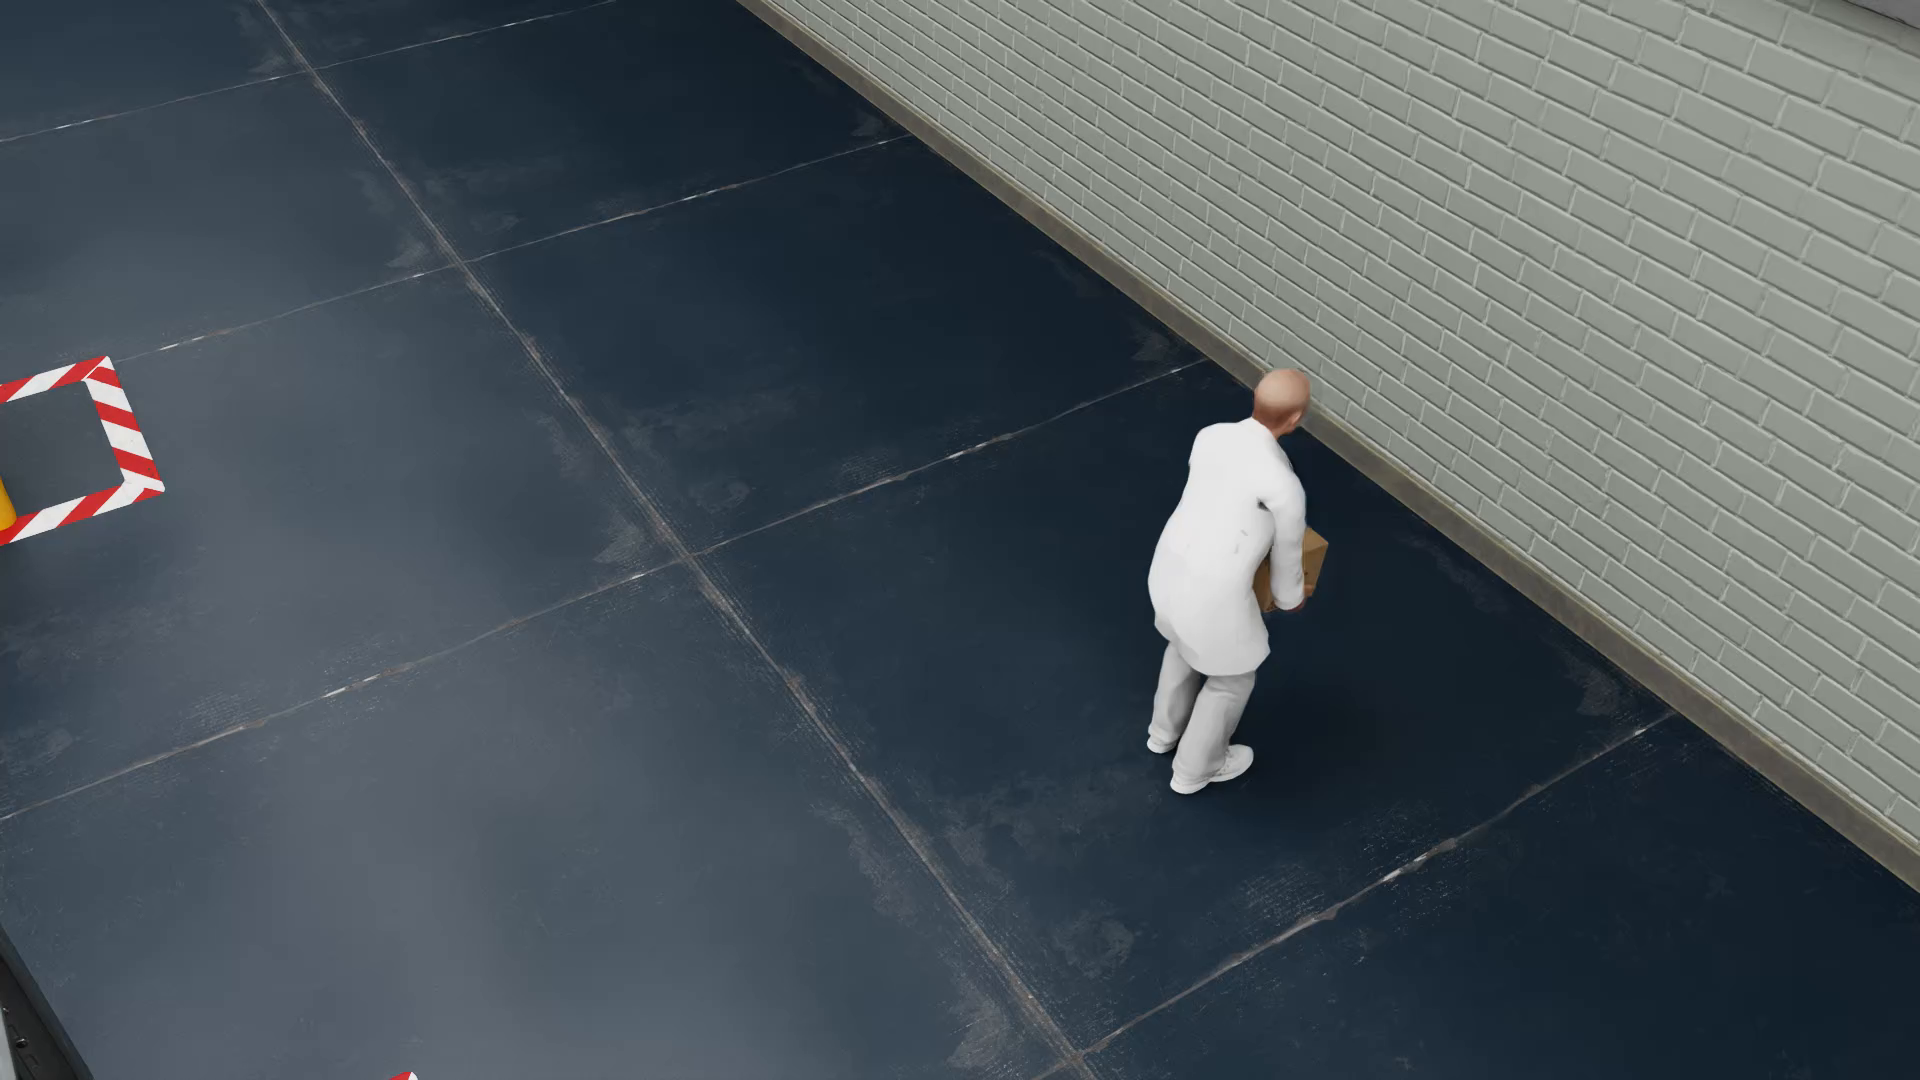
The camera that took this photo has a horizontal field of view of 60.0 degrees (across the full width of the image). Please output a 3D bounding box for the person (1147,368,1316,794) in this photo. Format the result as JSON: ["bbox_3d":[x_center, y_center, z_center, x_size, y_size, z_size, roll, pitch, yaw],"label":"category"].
[{"bbox_3d":[0.984,0.160,6.033,0.614,1.717,0.530,-23,45,-25],"label":"person"}]
